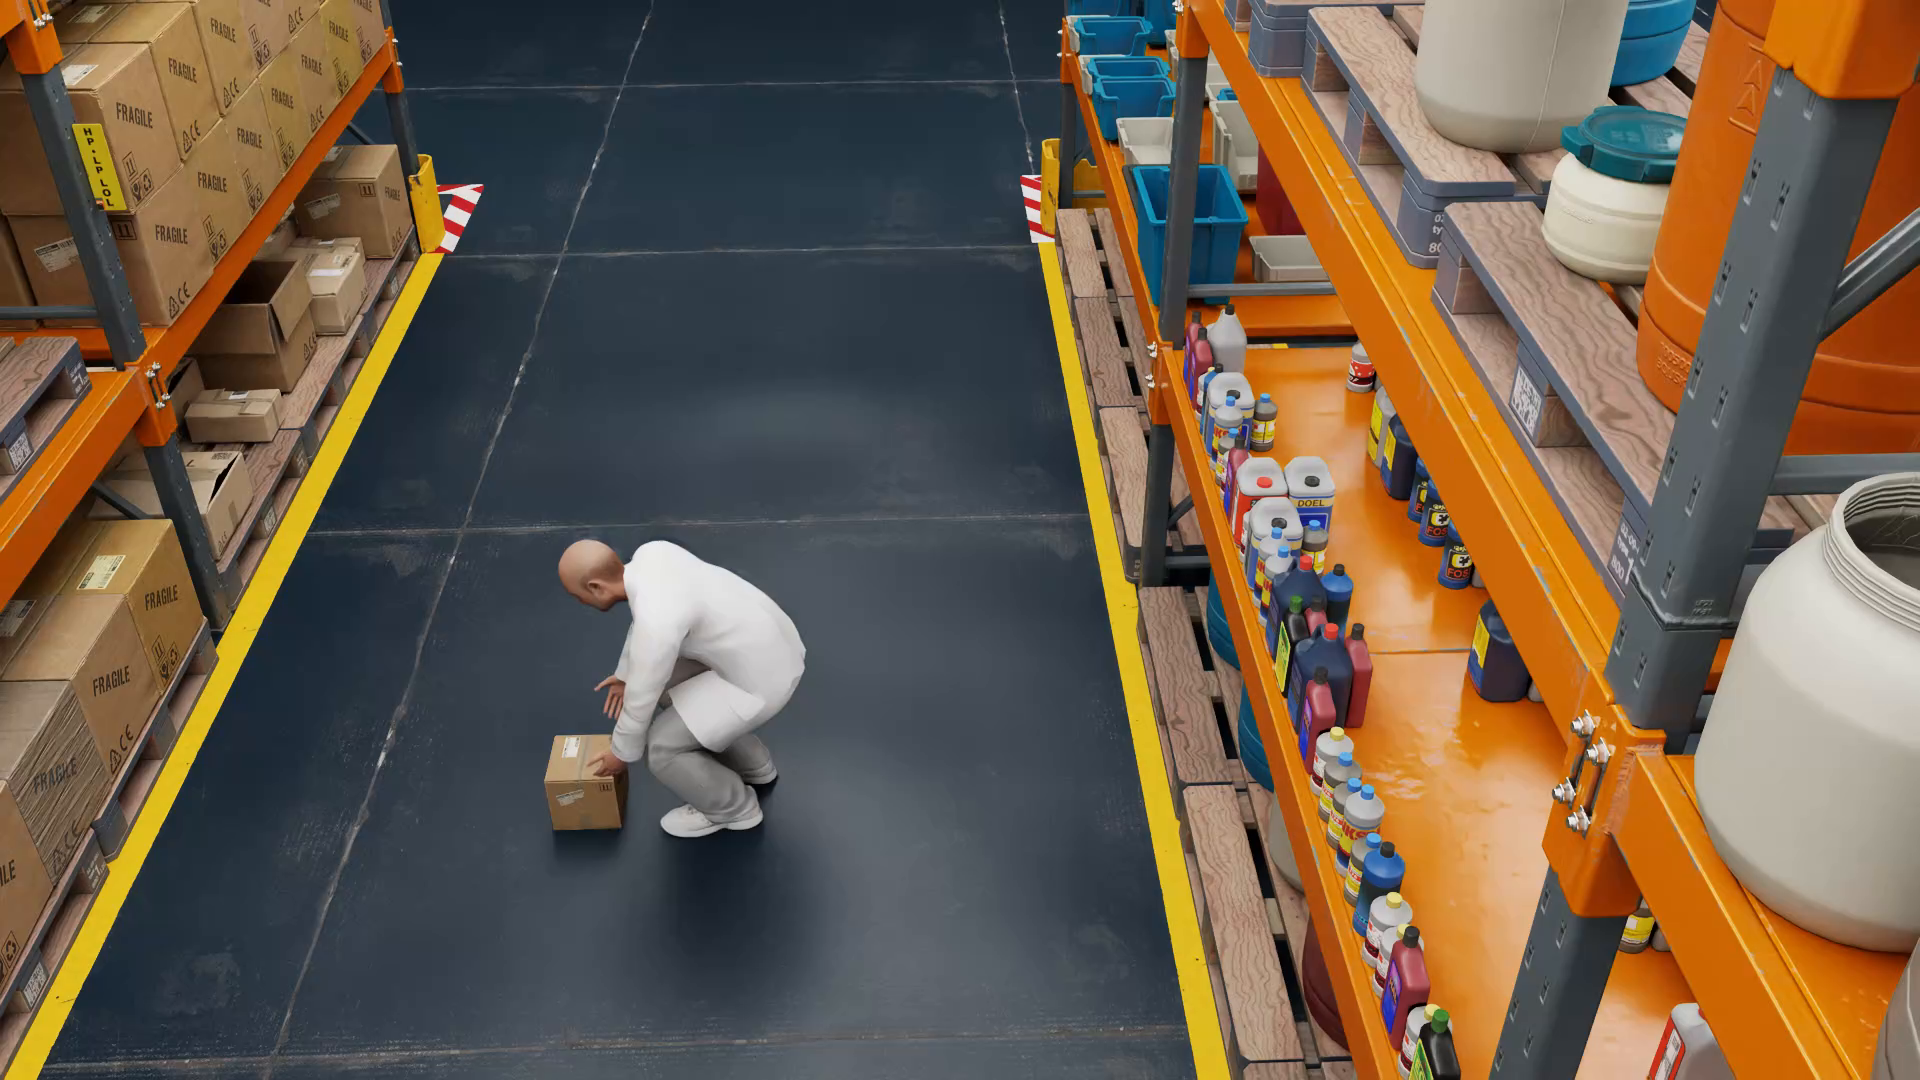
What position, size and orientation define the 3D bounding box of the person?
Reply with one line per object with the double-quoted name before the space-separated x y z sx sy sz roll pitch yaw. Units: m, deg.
"person" -0.949 0.499 5.912 0.803 1.241 0.630 -2 35 -2
